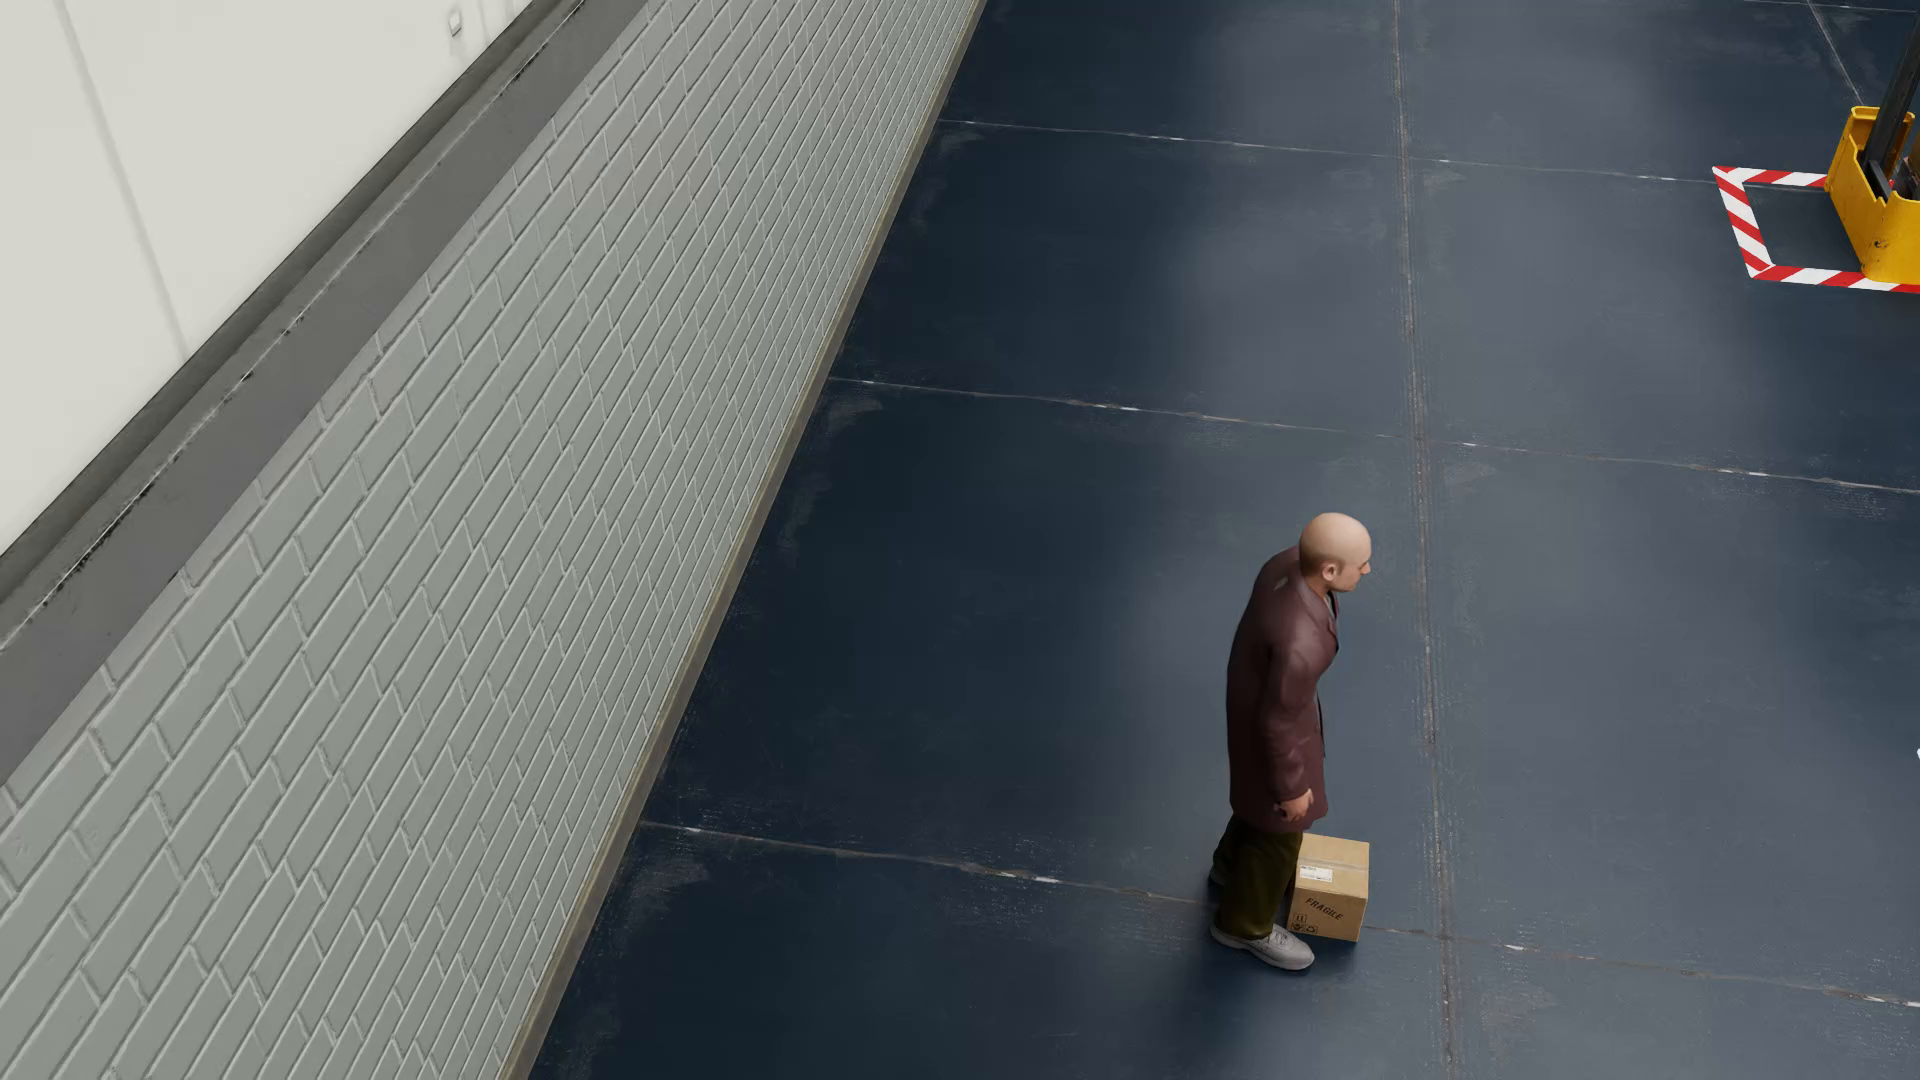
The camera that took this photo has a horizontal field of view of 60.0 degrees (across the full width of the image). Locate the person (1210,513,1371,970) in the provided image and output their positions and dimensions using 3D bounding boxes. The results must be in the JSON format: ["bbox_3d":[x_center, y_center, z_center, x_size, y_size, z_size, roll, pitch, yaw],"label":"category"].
[{"bbox_3d":[1.061,0.626,5.423,0.425,1.773,0.644,7,40,8],"label":"person"}]
